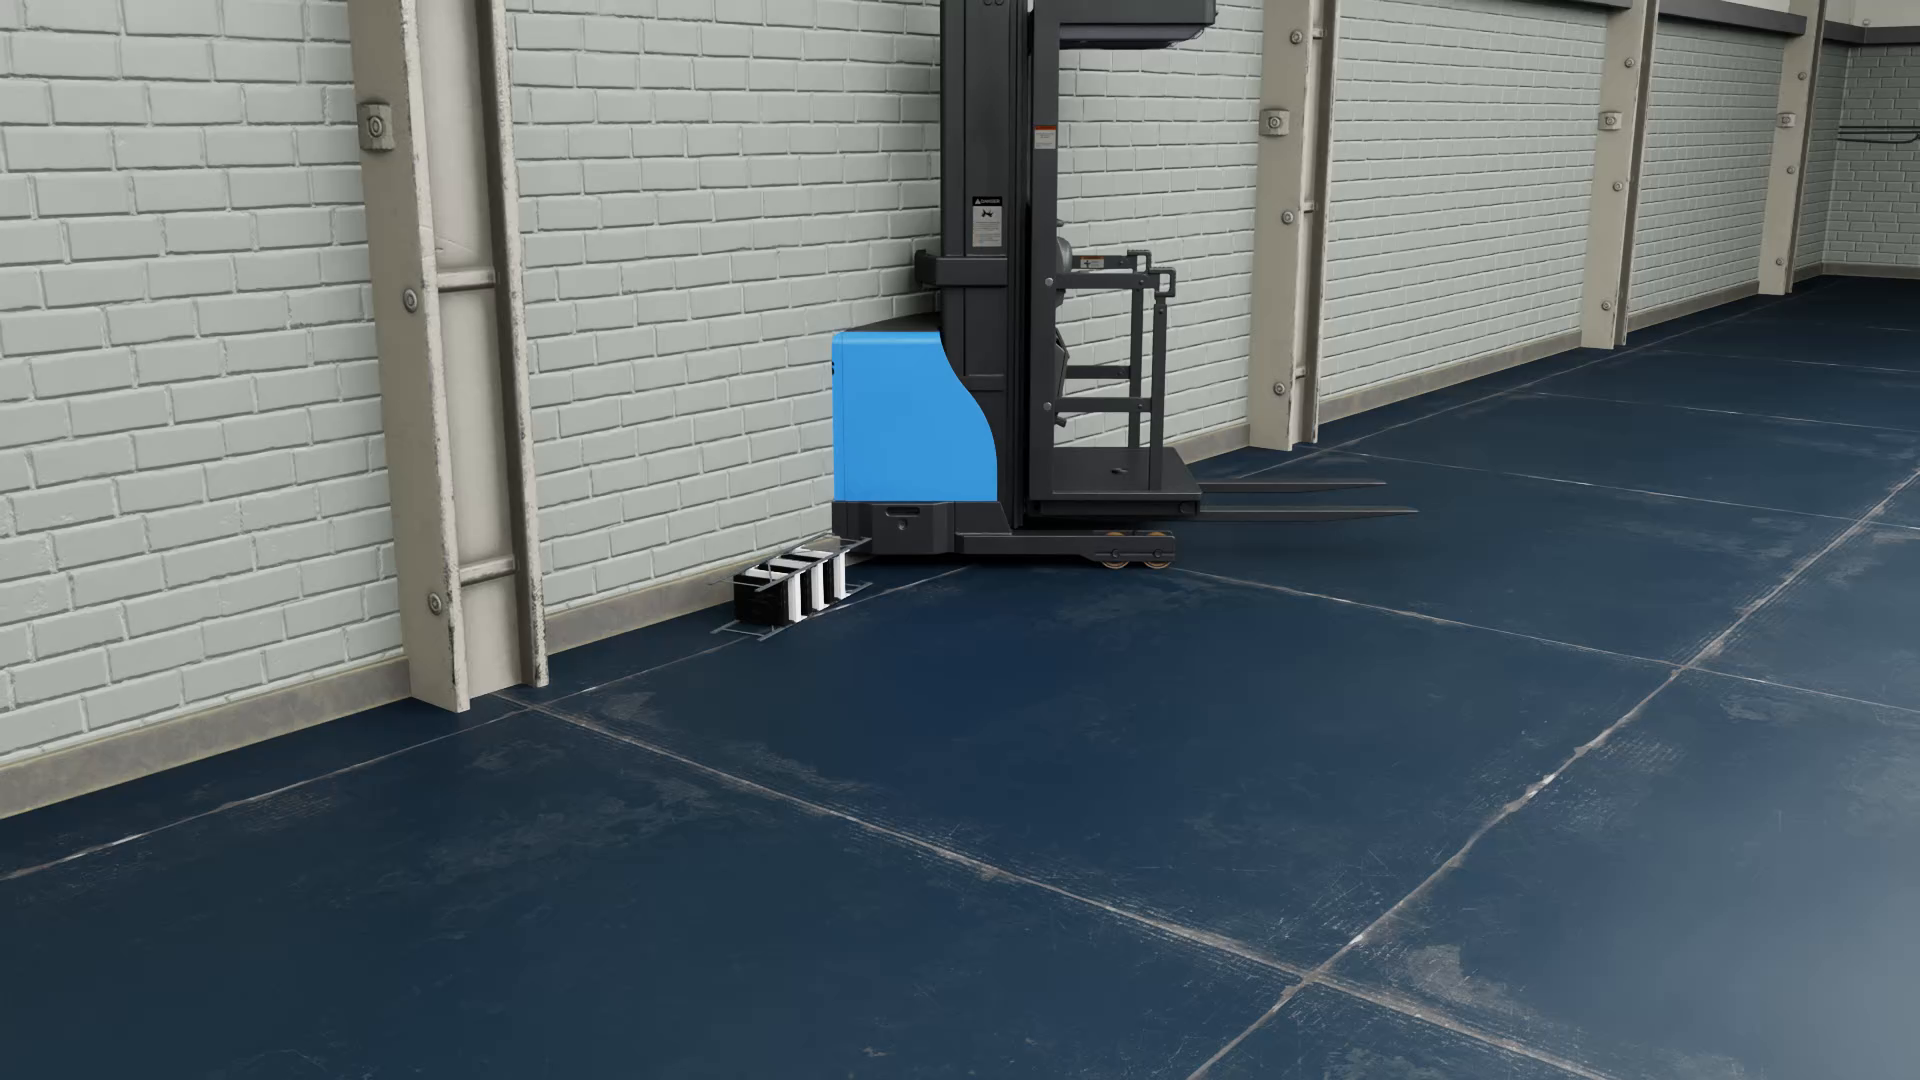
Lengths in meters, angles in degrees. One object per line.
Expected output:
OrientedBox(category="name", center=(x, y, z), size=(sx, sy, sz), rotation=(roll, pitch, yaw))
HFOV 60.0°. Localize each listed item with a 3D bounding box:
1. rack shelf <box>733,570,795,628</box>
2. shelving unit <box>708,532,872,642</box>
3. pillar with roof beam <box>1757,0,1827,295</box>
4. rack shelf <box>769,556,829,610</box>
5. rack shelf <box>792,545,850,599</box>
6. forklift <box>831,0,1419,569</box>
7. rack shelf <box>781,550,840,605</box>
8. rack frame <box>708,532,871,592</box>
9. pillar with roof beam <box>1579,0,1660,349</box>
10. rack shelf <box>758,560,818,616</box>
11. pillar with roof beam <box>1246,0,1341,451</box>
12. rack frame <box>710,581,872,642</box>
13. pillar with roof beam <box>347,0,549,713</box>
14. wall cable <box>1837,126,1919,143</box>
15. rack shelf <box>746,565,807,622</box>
OrientedBox(category="rack shelf", center=(-0.799, 0.237, 6.755), size=(0.258, 0.200, 0.077), rotation=(7, 16, 25))
OrientedBox(category="shelving unit", center=(-0.694, 0.183, 6.960), size=(0.258, 0.210, 0.900), rotation=(7, 16, 25))
OrientedBox(category="pillar with roof beam", center=(12.924, -6.605, 15.845), size=(9.100, 9.000, 0.400), rotation=(11, 18, 38))
OrientedBox(category="rack shelf", center=(-0.679, 0.175, 6.989), size=(0.258, 0.200, 0.077), rotation=(7, 16, 25))
OrientedBox(category="rack shelf", center=(-0.599, 0.134, 7.145), size=(0.258, 0.200, 0.077), rotation=(7, 16, 25))
OrientedBox(category="forklift", center=(0.623, -1.420, 7.760), size=(3.031, 2.935, 1.130), rotation=(0, 14, 0))
OrientedBox(category="rack shelf", center=(-0.639, 0.155, 7.067), size=(0.258, 0.200, 0.077), rotation=(7, 16, 25))
OrientedBox(category="rack frame", center=(-0.694, 0.085, 6.935), size=(0.240, 0.006, 0.900), rotation=(7, 16, 25))
OrientedBox(category="pillar with roof beam", center=(9.152, -5.456, 11.322), size=(9.100, 9.000, 0.400), rotation=(11, 18, 38))
OrientedBox(category="rack shelf", center=(-0.719, 0.196, 6.911), size=(0.258, 0.200, 0.077), rotation=(7, 16, 25))
OrientedBox(category="pillar with roof beam", center=(5.381, -4.306, 6.799), size=(9.100, 9.000, 0.400), rotation=(11, 18, 38))
OrientedBox(category="rack frame", center=(-0.693, 0.281, 6.986), size=(0.240, 0.006, 0.900), rotation=(7, 16, 25))
OrientedBox(category="pillar with roof beam", center=(1.610, -3.157, 2.275), size=(9.100, 9.000, 0.400), rotation=(11, 18, 38))
OrientedBox(category="wall cable", center=(12.455, -6.125, 20.265), size=(3.097, 2.526, 0.112), rotation=(11, 18, 38))
OrientedBox(category="rack shelf", center=(-0.759, 0.217, 6.833), size=(0.258, 0.200, 0.077), rotation=(7, 16, 25))
